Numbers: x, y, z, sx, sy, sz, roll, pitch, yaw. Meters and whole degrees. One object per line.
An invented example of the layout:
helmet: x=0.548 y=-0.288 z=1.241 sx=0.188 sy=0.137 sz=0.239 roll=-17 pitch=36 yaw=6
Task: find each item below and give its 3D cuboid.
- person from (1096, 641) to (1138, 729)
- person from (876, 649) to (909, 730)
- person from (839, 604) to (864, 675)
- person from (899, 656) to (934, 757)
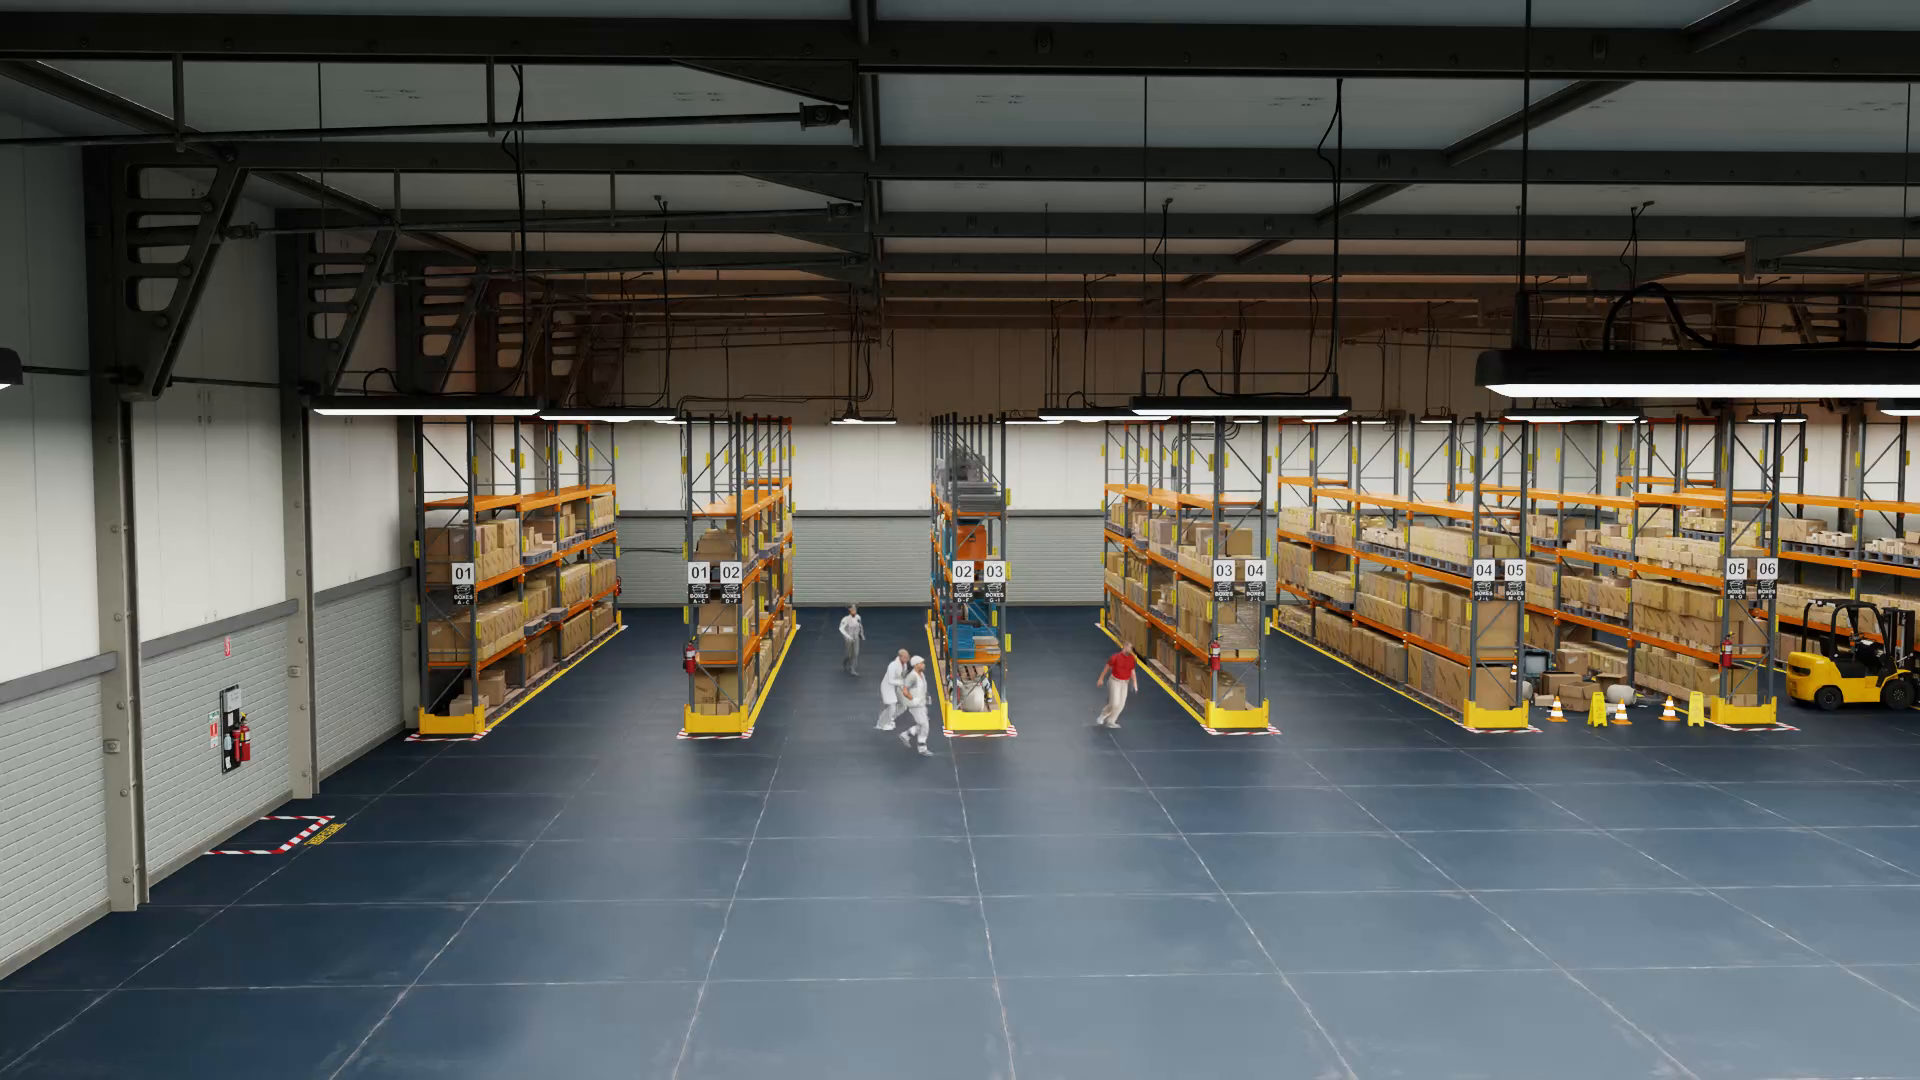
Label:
person: x=2.974 y=2.742 z=31.552 sx=0.714 sy=1.682 sz=0.588 roll=-3 pitch=5 yaw=-34
person: x=-1.217 y=2.804 z=31.107 sx=0.962 sy=1.580 sz=0.644 roll=3 pitch=5 yaw=34
person: x=-2.540 y=2.290 z=38.557 sx=0.614 sy=1.642 sz=0.727 roll=-2 pitch=4 yaw=-24
person: x=-0.806 y=2.884 z=28.906 sx=0.697 sy=1.758 sz=0.698 roll=2 pitch=4 yaw=23
